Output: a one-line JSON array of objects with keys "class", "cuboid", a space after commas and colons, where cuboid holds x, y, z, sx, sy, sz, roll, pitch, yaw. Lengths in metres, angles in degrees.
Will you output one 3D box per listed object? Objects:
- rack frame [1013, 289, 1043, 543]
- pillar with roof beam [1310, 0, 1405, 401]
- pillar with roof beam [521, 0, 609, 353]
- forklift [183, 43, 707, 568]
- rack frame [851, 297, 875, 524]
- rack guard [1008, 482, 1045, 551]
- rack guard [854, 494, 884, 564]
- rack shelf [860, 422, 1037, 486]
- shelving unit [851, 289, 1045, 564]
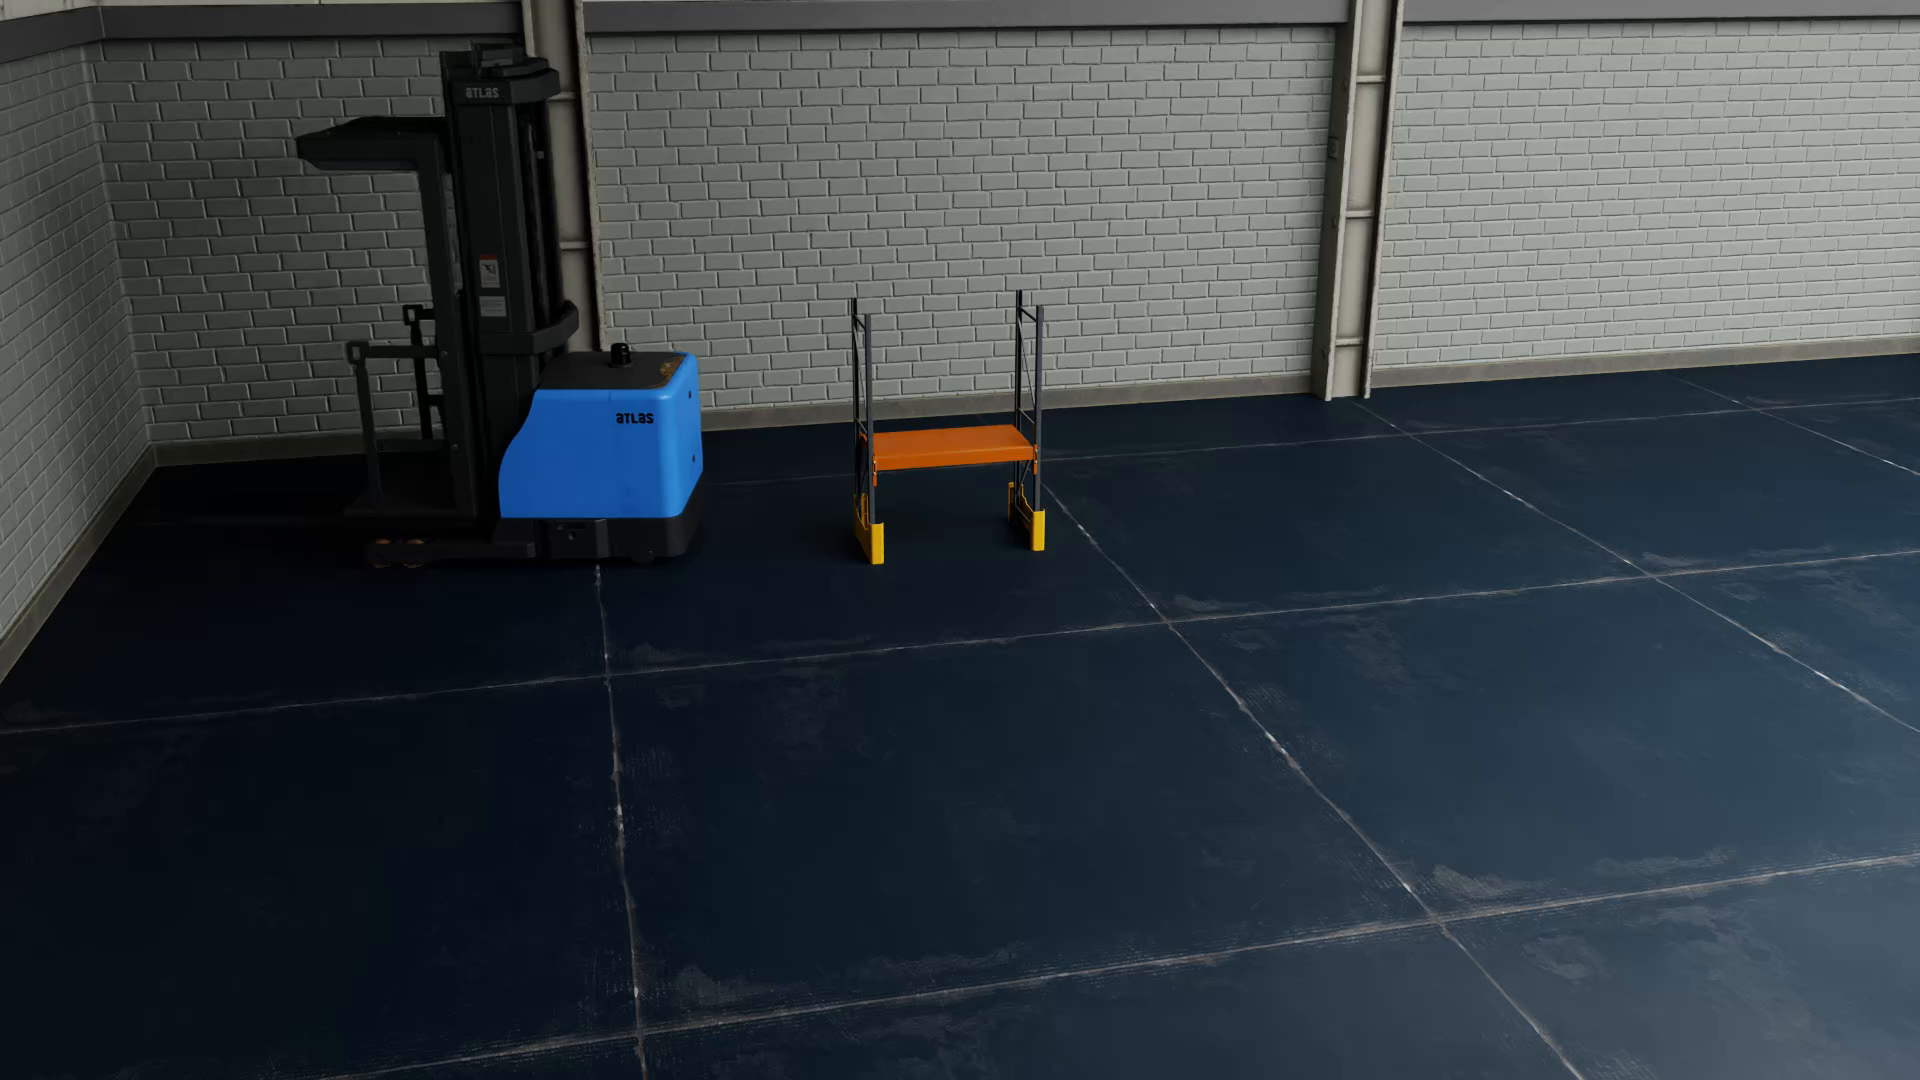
[{"class": "rack frame", "cuboid": [0.412, -0.738, 10.148, 0.032, 1.500, 0.500, -5, 21, -12]}, {"class": "pillar with roof beam", "cuboid": [4.082, -3.971, 8.072, 0.400, 9.000, 9.100, -5, 21, -12]}, {"class": "pillar with roof beam", "cuboid": [-1.757, -3.496, 6.776, 0.400, 9.000, 9.100, -5, 21, -12]}, {"class": "forklift", "cuboid": [-3.147, -1.391, 9.852, 3.031, 2.935, 1.130, 0, 20, 0]}, {"class": "rack frame", "cuboid": [-0.578, -0.657, 9.928, 0.032, 1.500, 0.500, -5, 21, -12]}, {"class": "rack guard", "cuboid": [0.410, -0.151, 10.363, 0.087, 0.250, 0.587, -5, 21, -12]}, {"class": "rack guard", "cuboid": [-0.559, -0.072, 10.148, 0.087, 0.250, 0.587, -5, 21, -12]}, {"class": "rack shelf", "cuboid": [-0.083, -0.529, 10.100, 1.000, 0.185, 0.538, -5, 21, -12]}, {"class": "shelving unit", "cuboid": [-0.074, -0.698, 10.040, 1.083, 1.500, 0.587, -5, 21, -12]}]
